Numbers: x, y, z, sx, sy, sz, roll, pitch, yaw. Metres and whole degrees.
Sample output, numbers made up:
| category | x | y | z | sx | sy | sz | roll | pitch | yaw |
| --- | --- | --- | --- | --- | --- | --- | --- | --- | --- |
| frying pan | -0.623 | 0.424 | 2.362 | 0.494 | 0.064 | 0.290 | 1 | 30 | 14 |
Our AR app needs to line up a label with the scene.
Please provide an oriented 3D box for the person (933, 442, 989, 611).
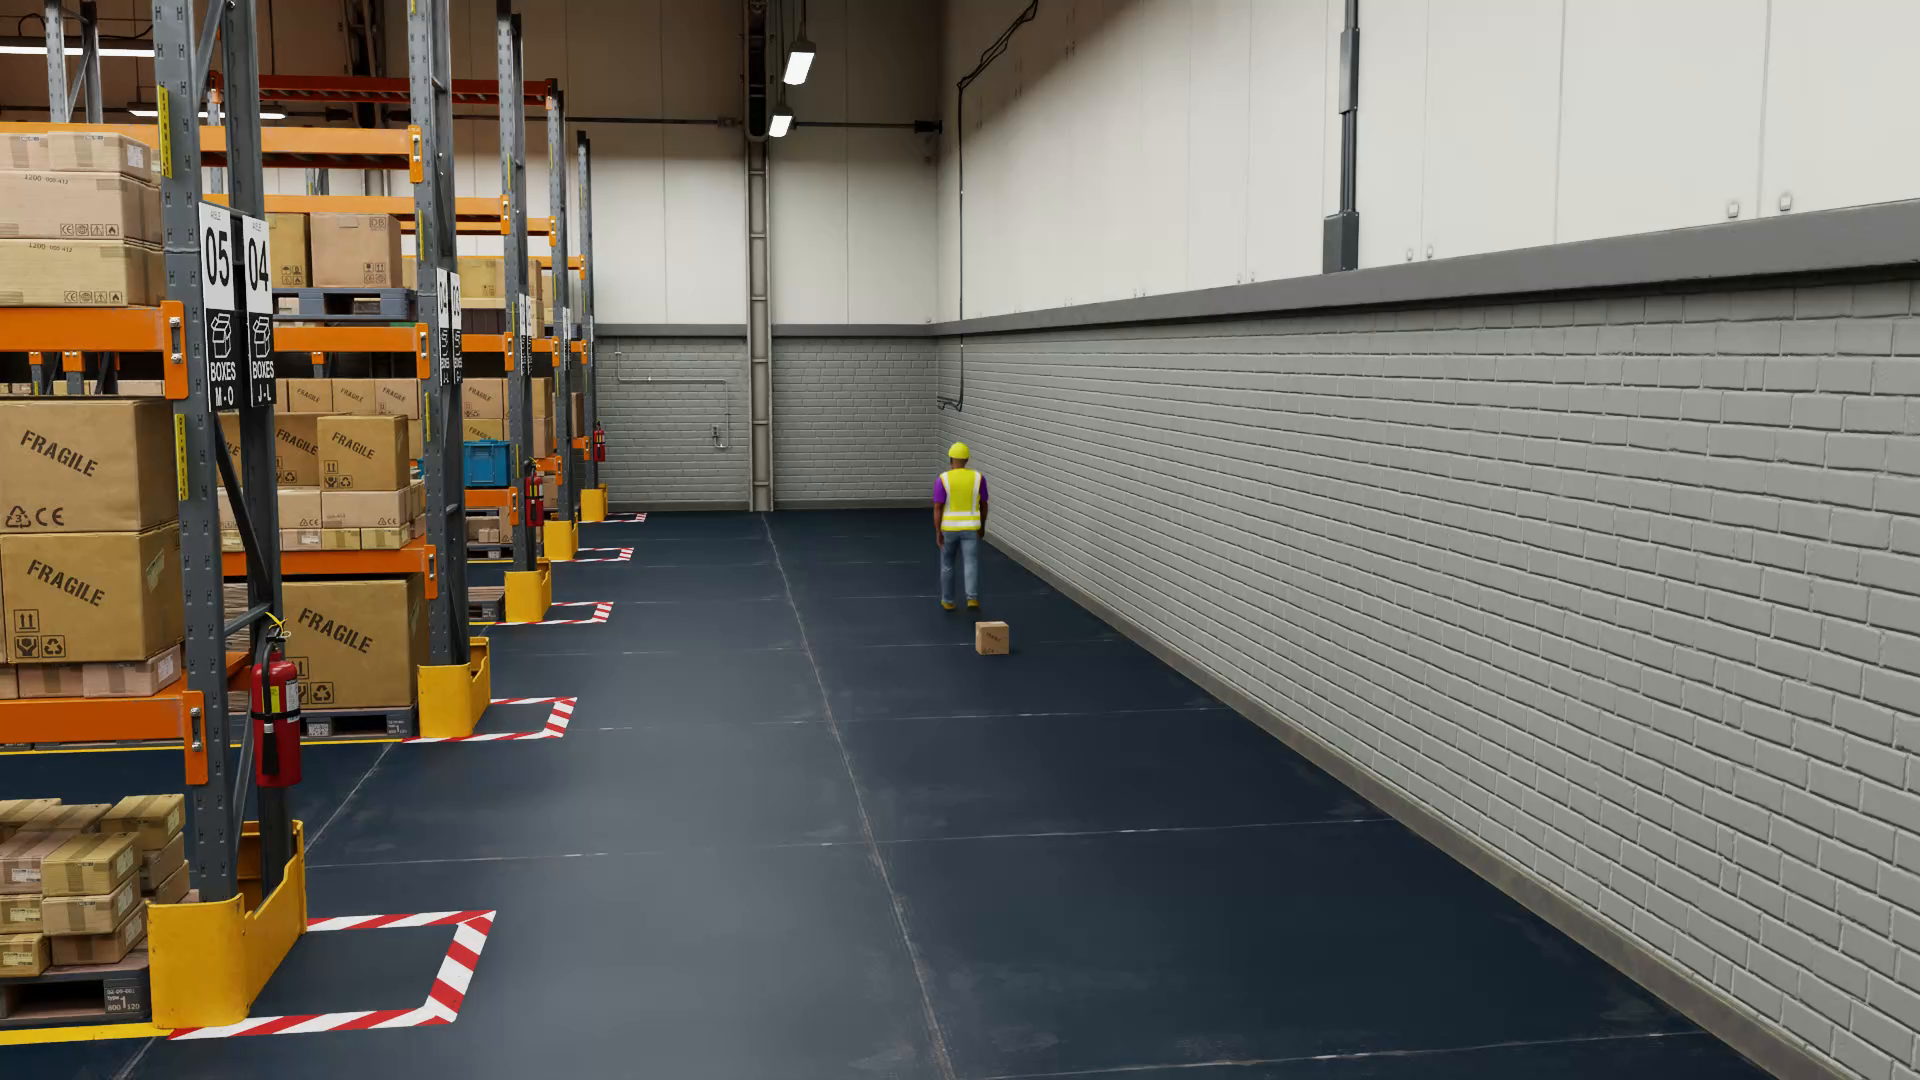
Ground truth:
| category | x | y | z | sx | sy | sz | roll | pitch | yaw |
| --- | --- | --- | --- | --- | --- | --- | --- | --- | --- |
| person | 0.005 | -0.119 | 16.666 | 0.564 | 1.725 | 1.037 | -1 | 6 | -5 |
